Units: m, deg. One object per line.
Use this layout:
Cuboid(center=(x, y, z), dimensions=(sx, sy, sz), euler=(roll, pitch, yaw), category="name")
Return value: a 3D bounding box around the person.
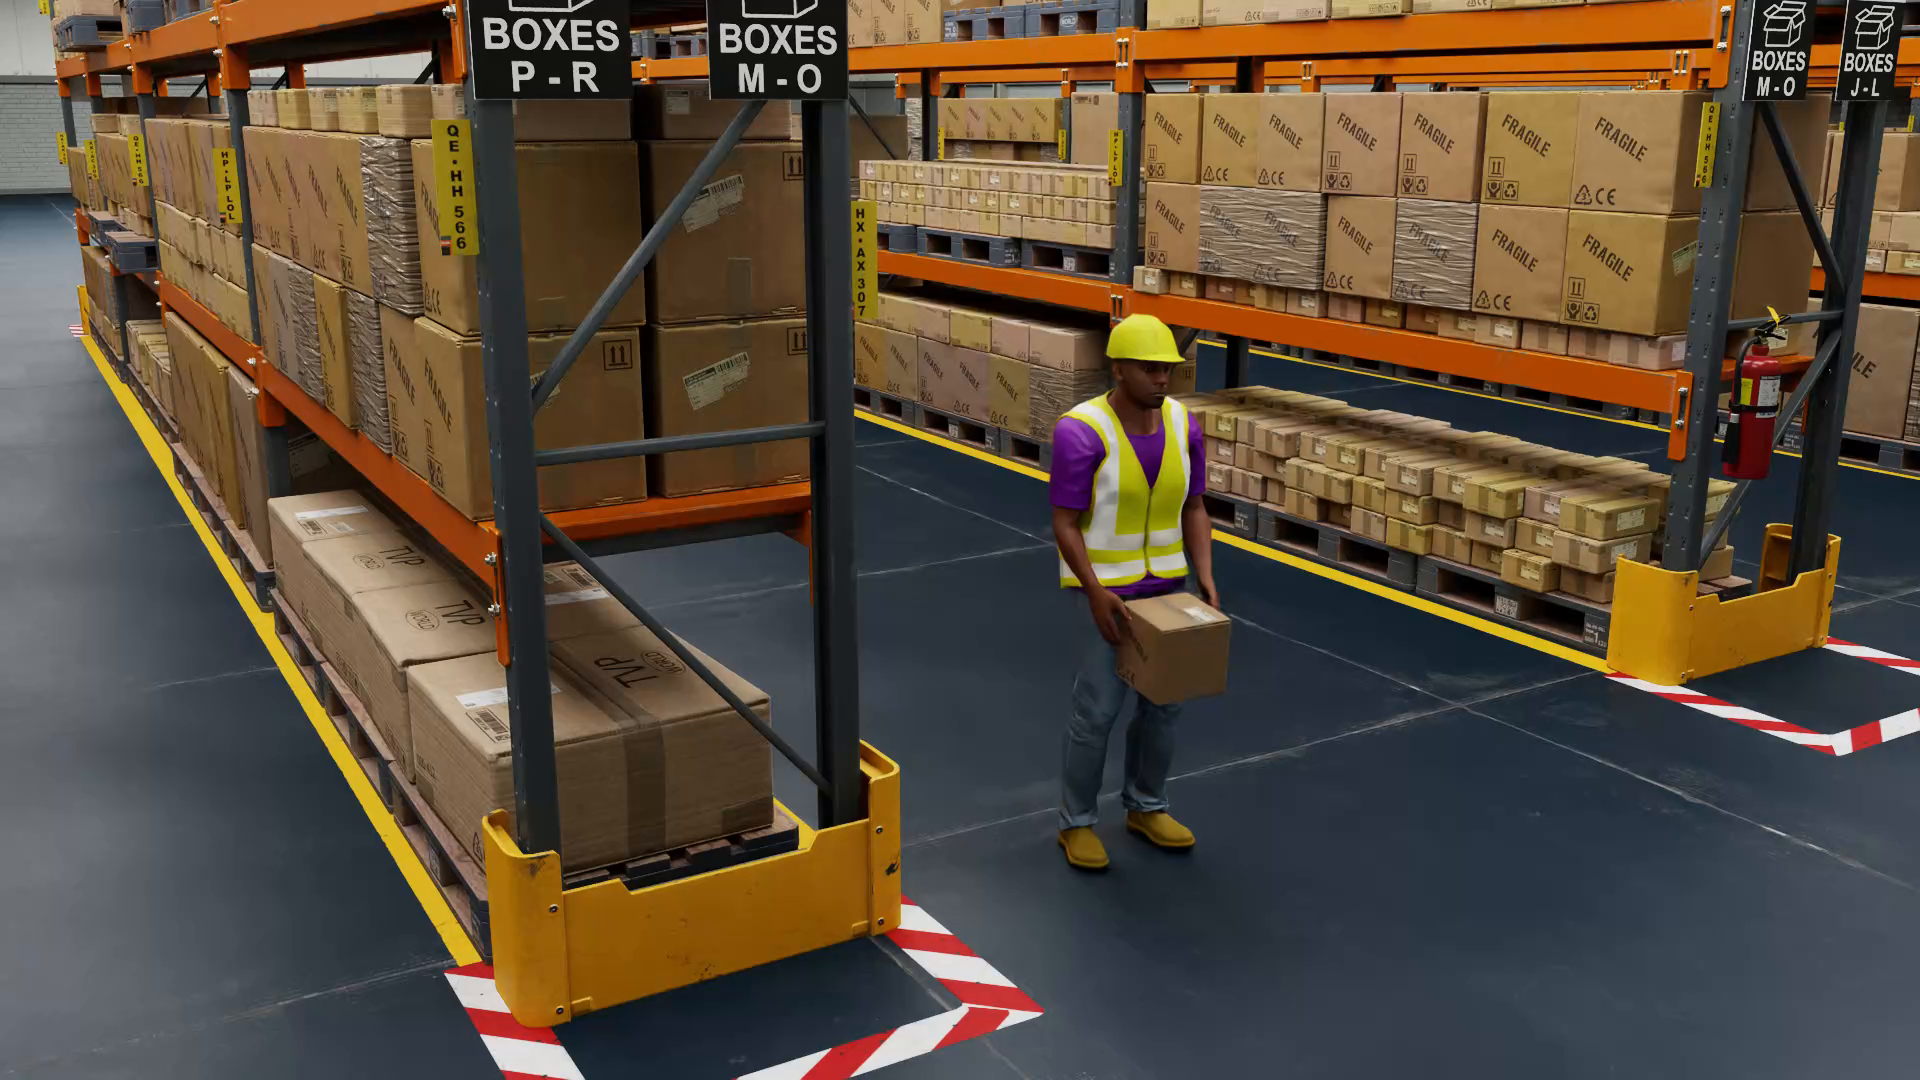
Cuboid(center=(0.559, 0.160, 5.356), dimensions=(0.575, 1.767, 0.458), euler=(-7, 16, -25), category="person")
